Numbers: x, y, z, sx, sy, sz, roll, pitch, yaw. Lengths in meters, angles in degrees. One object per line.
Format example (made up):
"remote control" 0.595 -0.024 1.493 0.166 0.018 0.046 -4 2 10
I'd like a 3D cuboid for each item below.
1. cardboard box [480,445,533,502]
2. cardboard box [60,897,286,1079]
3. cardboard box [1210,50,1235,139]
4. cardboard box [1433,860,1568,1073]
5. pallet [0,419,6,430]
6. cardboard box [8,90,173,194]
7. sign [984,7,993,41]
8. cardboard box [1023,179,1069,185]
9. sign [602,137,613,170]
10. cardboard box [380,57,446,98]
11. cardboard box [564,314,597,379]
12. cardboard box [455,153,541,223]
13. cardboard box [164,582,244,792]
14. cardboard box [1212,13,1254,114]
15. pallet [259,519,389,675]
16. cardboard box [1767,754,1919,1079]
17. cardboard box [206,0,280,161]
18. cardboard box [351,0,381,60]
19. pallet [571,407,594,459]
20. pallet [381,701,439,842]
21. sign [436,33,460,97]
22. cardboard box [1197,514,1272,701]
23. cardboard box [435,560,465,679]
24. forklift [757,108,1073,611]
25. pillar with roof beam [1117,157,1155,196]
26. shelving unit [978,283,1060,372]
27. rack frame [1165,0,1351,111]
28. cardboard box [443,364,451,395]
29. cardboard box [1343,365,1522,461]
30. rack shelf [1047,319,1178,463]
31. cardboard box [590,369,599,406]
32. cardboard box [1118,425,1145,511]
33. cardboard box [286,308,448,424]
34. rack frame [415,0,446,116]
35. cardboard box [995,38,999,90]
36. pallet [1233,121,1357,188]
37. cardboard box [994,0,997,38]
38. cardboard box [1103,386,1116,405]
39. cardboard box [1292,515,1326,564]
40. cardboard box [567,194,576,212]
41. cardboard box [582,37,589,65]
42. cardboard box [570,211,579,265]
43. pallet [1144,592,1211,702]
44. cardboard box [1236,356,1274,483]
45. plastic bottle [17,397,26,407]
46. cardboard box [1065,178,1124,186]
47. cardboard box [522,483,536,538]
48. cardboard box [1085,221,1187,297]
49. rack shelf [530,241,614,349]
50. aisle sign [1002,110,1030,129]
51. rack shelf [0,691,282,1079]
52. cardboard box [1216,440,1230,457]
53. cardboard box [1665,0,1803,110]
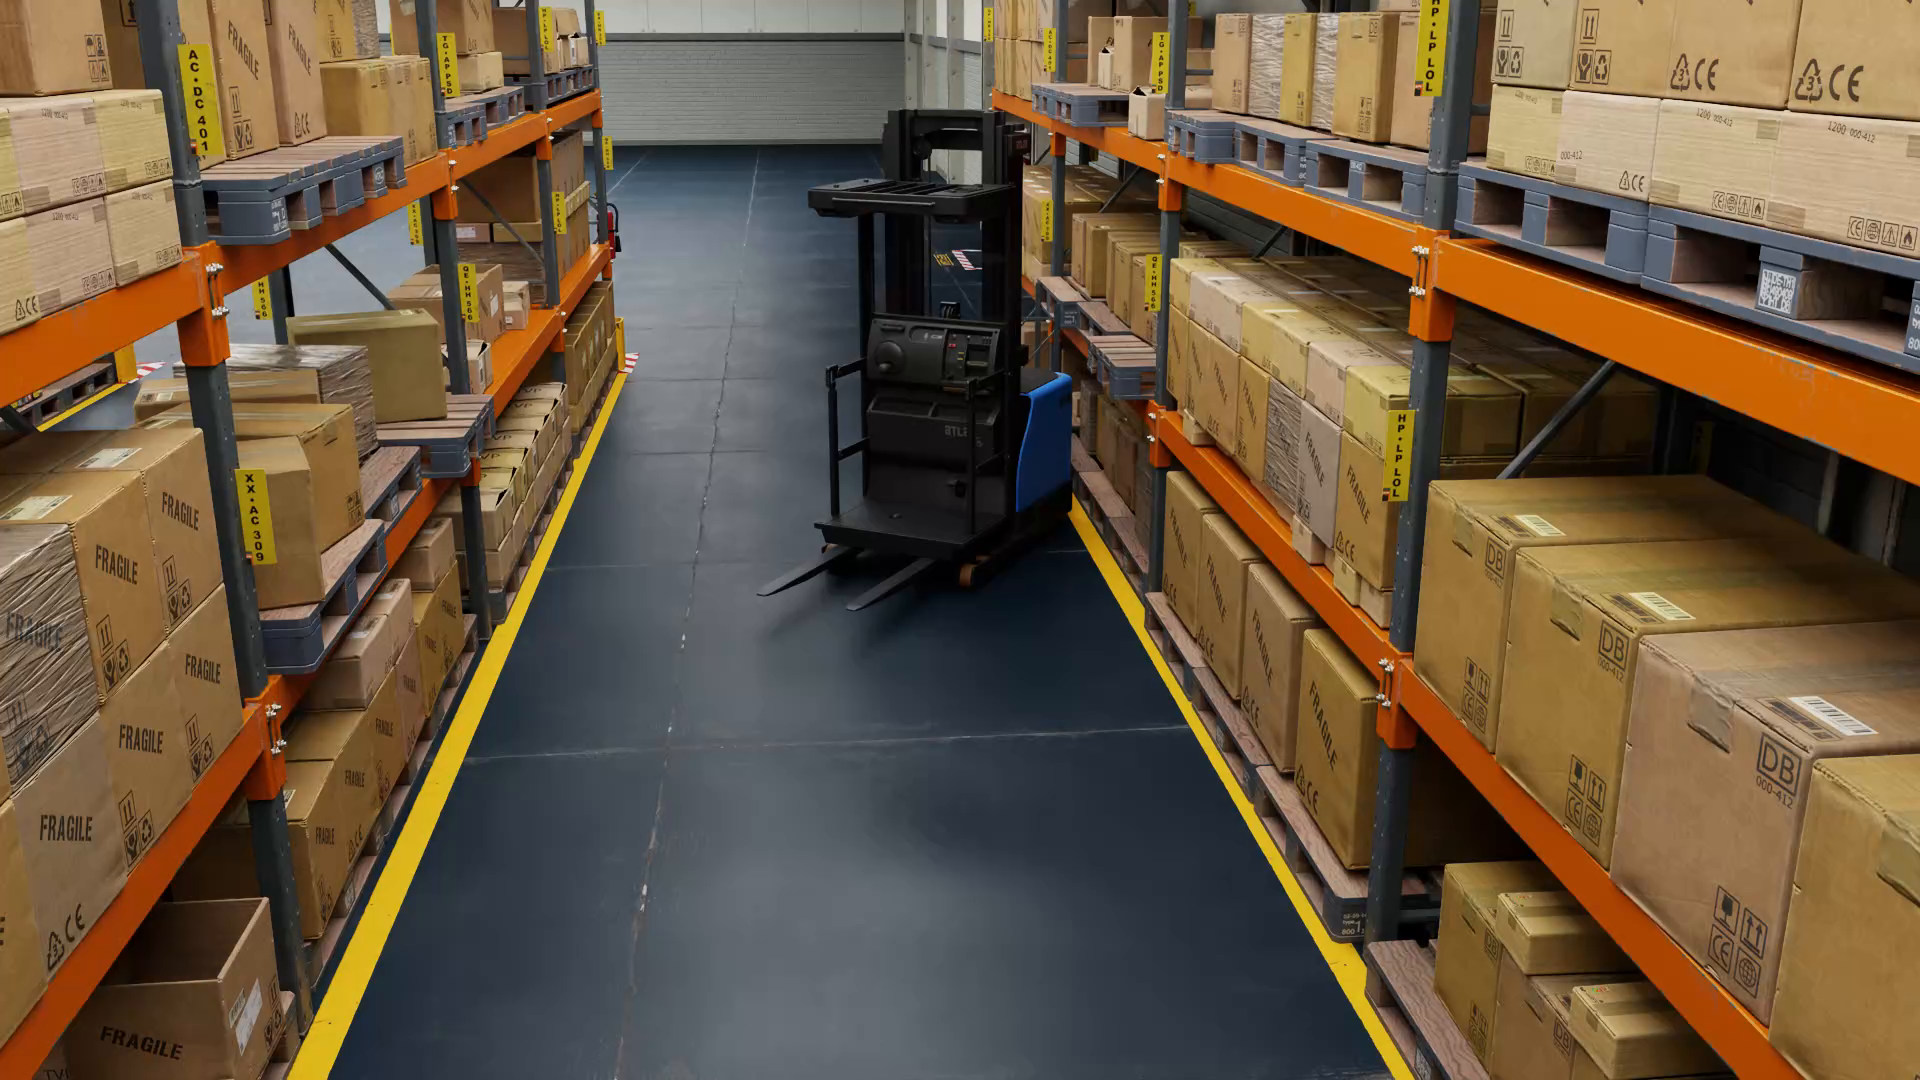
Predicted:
"cardboard box" -3.144 -0.465 11.102 0.500 0.311 0.500 -2 18 -7
"cardboard box" -2.515 1.500 5.329 0.500 0.500 0.500 -2 18 -6
"cardboard box" 1.813 -2.699 10.059 0.500 0.500 0.500 -2 18 -6
"cardboard box" 2.046 1.421 5.616 0.700 0.500 0.500 -2 17 -5
"pallet" -8.637 -0.746 13.701 1.003 0.211 1.213 -2 18 -6
"cardboard box" -2.536 -1.105 4.597 0.500 0.250 0.500 -2 18 -6
"sign" 0.293 -5.204 16.779 0.100 0.325 0.005 -2 18 -6
"cardboard box" 0.736 -3.062 15.387 0.500 0.500 0.500 -1 17 -4
"sign" -3.553 -3.897 16.753 0.100 0.325 0.005 -2 18 -6
"cardboard box" -3.491 -2.855 10.304 0.500 0.250 0.500 -2 18 -7
"cardboard box" -3.521 -1.719 14.782 0.500 0.500 0.500 -2 18 -6
"cardboard box" -3.733 -2.826 13.337 0.700 0.500 0.500 -2 18 -5
"cardboard box" -2.549 0.450 5.069 0.500 0.500 0.500 -1 17 -5
"cardboard box" 1.764 -2.538 8.844 0.700 0.500 0.500 -3 18 -10
"pallet" -2.830 0.207 6.331 1.003 0.211 1.213 -2 18 -6
"cardboard box" 2.335 0.883 3.356 0.980 0.700 0.700 -2 18 -6
"cardboard box" -2.927 -1.721 6.109 0.600 0.600 0.600 -2 18 -6
"cardboard box" -3.230 -2.661 8.301 0.500 0.500 0.500 -2 18 -6
"pallet" -3.722 -0.935 14.302 1.003 0.211 1.213 -2 18 -6
"pallet" -3.107 1.082 7.880 1.003 0.211 1.213 -2 18 -6
"sign" -2.729 -2.529 8.854 0.100 0.325 0.005 -2 18 -6
"cardboard box" 1.687 0.320 8.537 0.750 0.750 0.750 -2 18 -6
"cardboard box" -2.939 0.419 8.774 0.500 0.500 0.500 -1 17 -3
"forklift" -0.266 -1.230 10.701 1.130 2.935 3.031 8 19 24
"pillar with roof beam" -2.517 -5.920 15.511 9.100 9.000 0.400 -2 18 -6
"shelving unit" 0.439 -1.156 12.857 0.587 1.500 1.083 -2 17 -5
"rack frame" 1.658 -3.852 8.922 1.000 3.000 0.127 -2 18 -6
"cardboard box" -3.263 -0.902 9.692 0.500 0.311 0.500 -1 17 -2
"cardboard box" 1.768 -0.486 6.268 0.500 0.250 0.500 -1 17 -4
"rack shelf" 1.452 -1.242 11.826 1.077 0.370 4.000 -2 18 -6
"cardboard box" -3.521 -1.361 14.894 0.500 0.250 0.500 -2 18 -6
"cardboard box" 1.515 -0.524 11.776 0.700 0.500 0.500 -2 18 -6
"cardboard box" -3.092 -0.899 8.665 0.700 0.500 0.500 -8 19 -24
"rack frame" -3.269 -3.697 8.431 1.000 3.000 0.127 -2 18 -6
"cardboard box" 0.619 -4.754 16.603 0.500 0.500 0.500 -1 17 -4
"pallet" 1.896 -1.807 7.733 1.003 0.211 1.213 -1 17 -3
"cardboard box" 0.631 -5.216 16.406 0.500 0.500 0.500 -3 18 -10
"cardboard box" 1.387 -1.206 12.698 0.500 0.250 0.500 -2 18 -7
"cardboard box" 1.637 -0.009 7.085 0.380 0.149 0.250 -2 18 -6
"cardboard box" -3.730 -3.082 15.237 0.380 0.149 0.250 -1 17 -4
"cardboard box" -3.713 -4.510 15.344 0.500 0.250 0.500 -2 18 -6
"cardboard box" -3.954 -2.822 15.493 0.700 0.500 0.500 -2 18 -5
"pallet" 1.664 0.578 9.483 1.003 0.211 1.213 -2 18 -6
"cardboard box" 1.610 -0.577 7.809 0.500 0.500 0.500 -1 17 -4
"plastic bottle" -8.383 -1.326 14.706 0.152 0.276 0.135 -2 18 -7
"cardboard box" 1.245 -3.080 15.446 0.500 0.500 0.500 -2 17 -5
"cardboard box" -3.143 -0.193 11.174 0.500 0.250 0.500 -2 18 -7
"cardboard box" 1.315 -2.119 12.518 0.700 0.500 0.500 0 17 0
"rack shelf" -3.888 -2.280 15.131 1.077 0.370 4.000 -2 18 -6
"aisle sign" 0.527 -4.625 17.062 0.394 0.787 0.004 -2 18 -6
"rack shelf" -2.650 1.296 3.743 1.077 0.370 4.000 -2 18 -6
"cardboard box" 1.571 -0.546 8.793 0.380 0.149 0.250 -2 18 -6
"cardboard box" 1.981 -1.242 3.748 0.500 0.500 0.500 -2 18 -5
